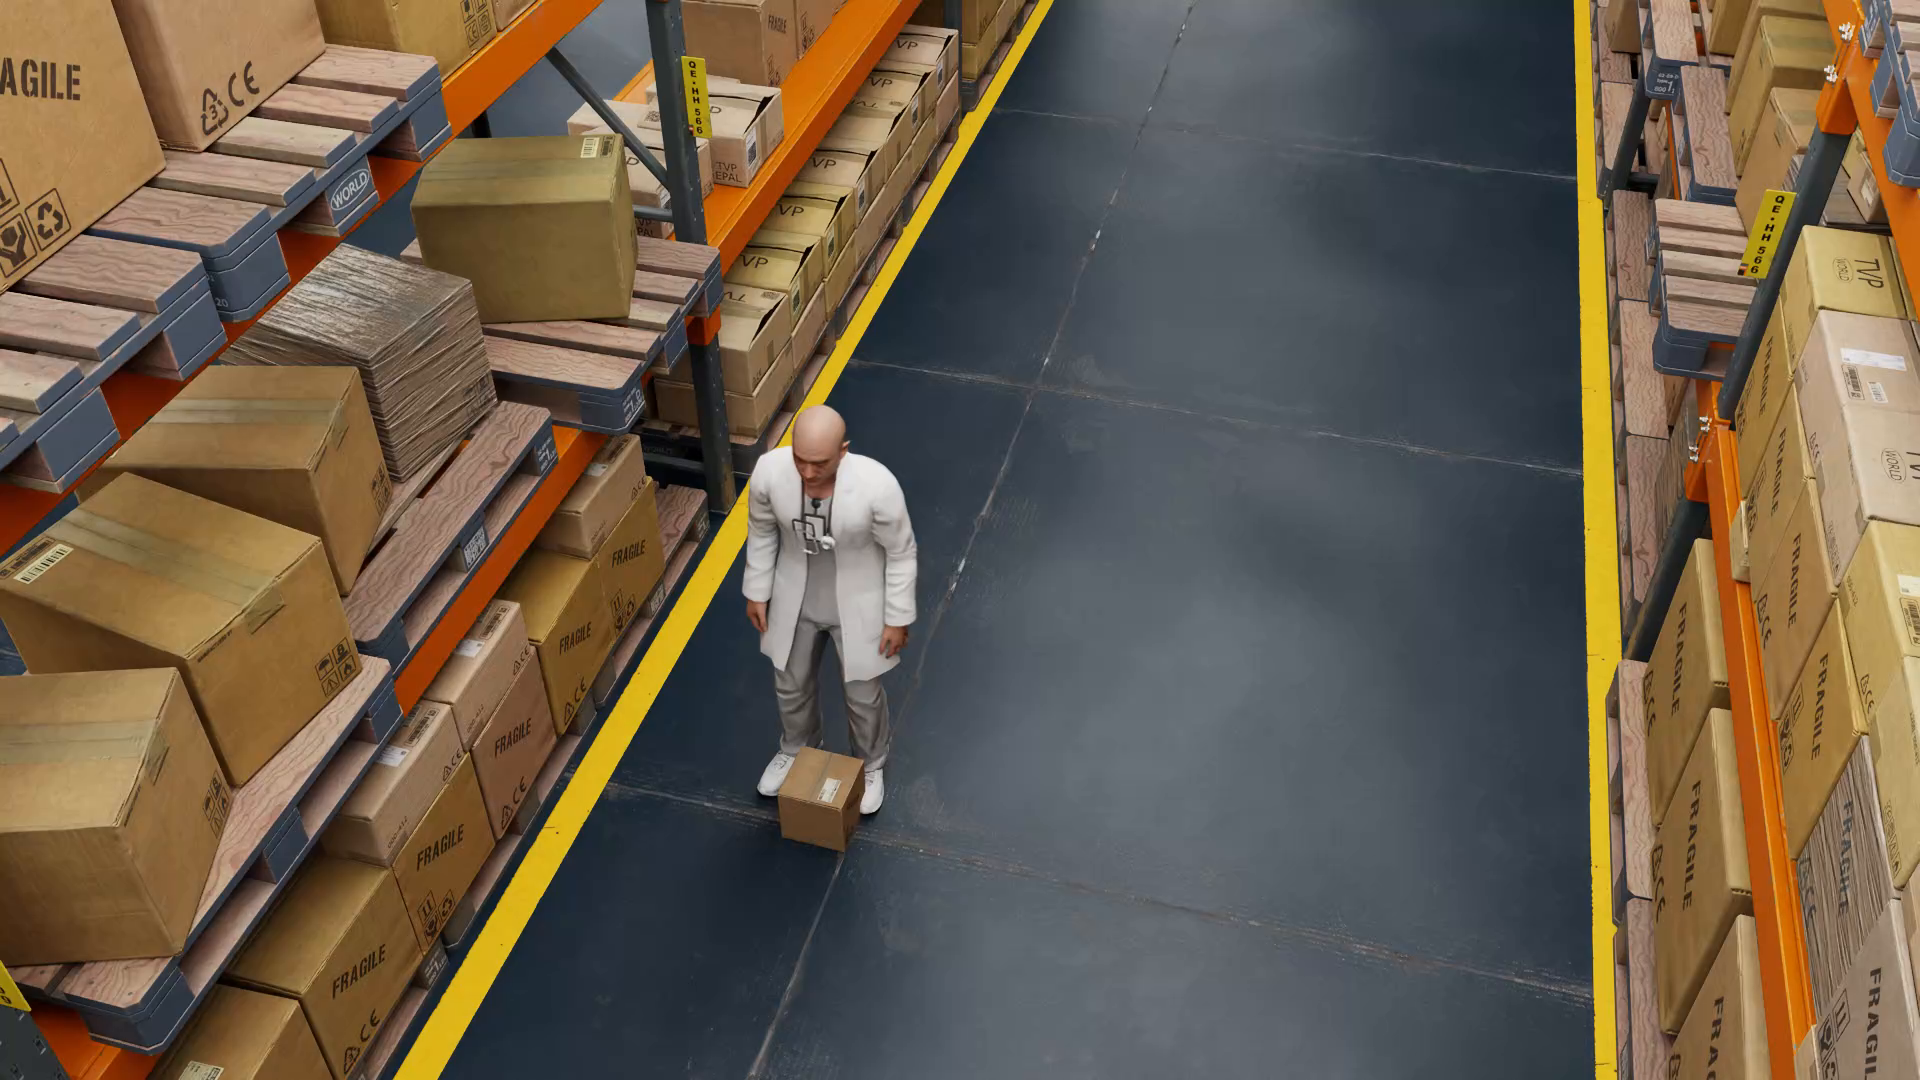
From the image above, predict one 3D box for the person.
[{"bbox_3d":[-0.461,0.233,5.896,0.642,1.774,0.421,10,41,11],"label":"person"}]
